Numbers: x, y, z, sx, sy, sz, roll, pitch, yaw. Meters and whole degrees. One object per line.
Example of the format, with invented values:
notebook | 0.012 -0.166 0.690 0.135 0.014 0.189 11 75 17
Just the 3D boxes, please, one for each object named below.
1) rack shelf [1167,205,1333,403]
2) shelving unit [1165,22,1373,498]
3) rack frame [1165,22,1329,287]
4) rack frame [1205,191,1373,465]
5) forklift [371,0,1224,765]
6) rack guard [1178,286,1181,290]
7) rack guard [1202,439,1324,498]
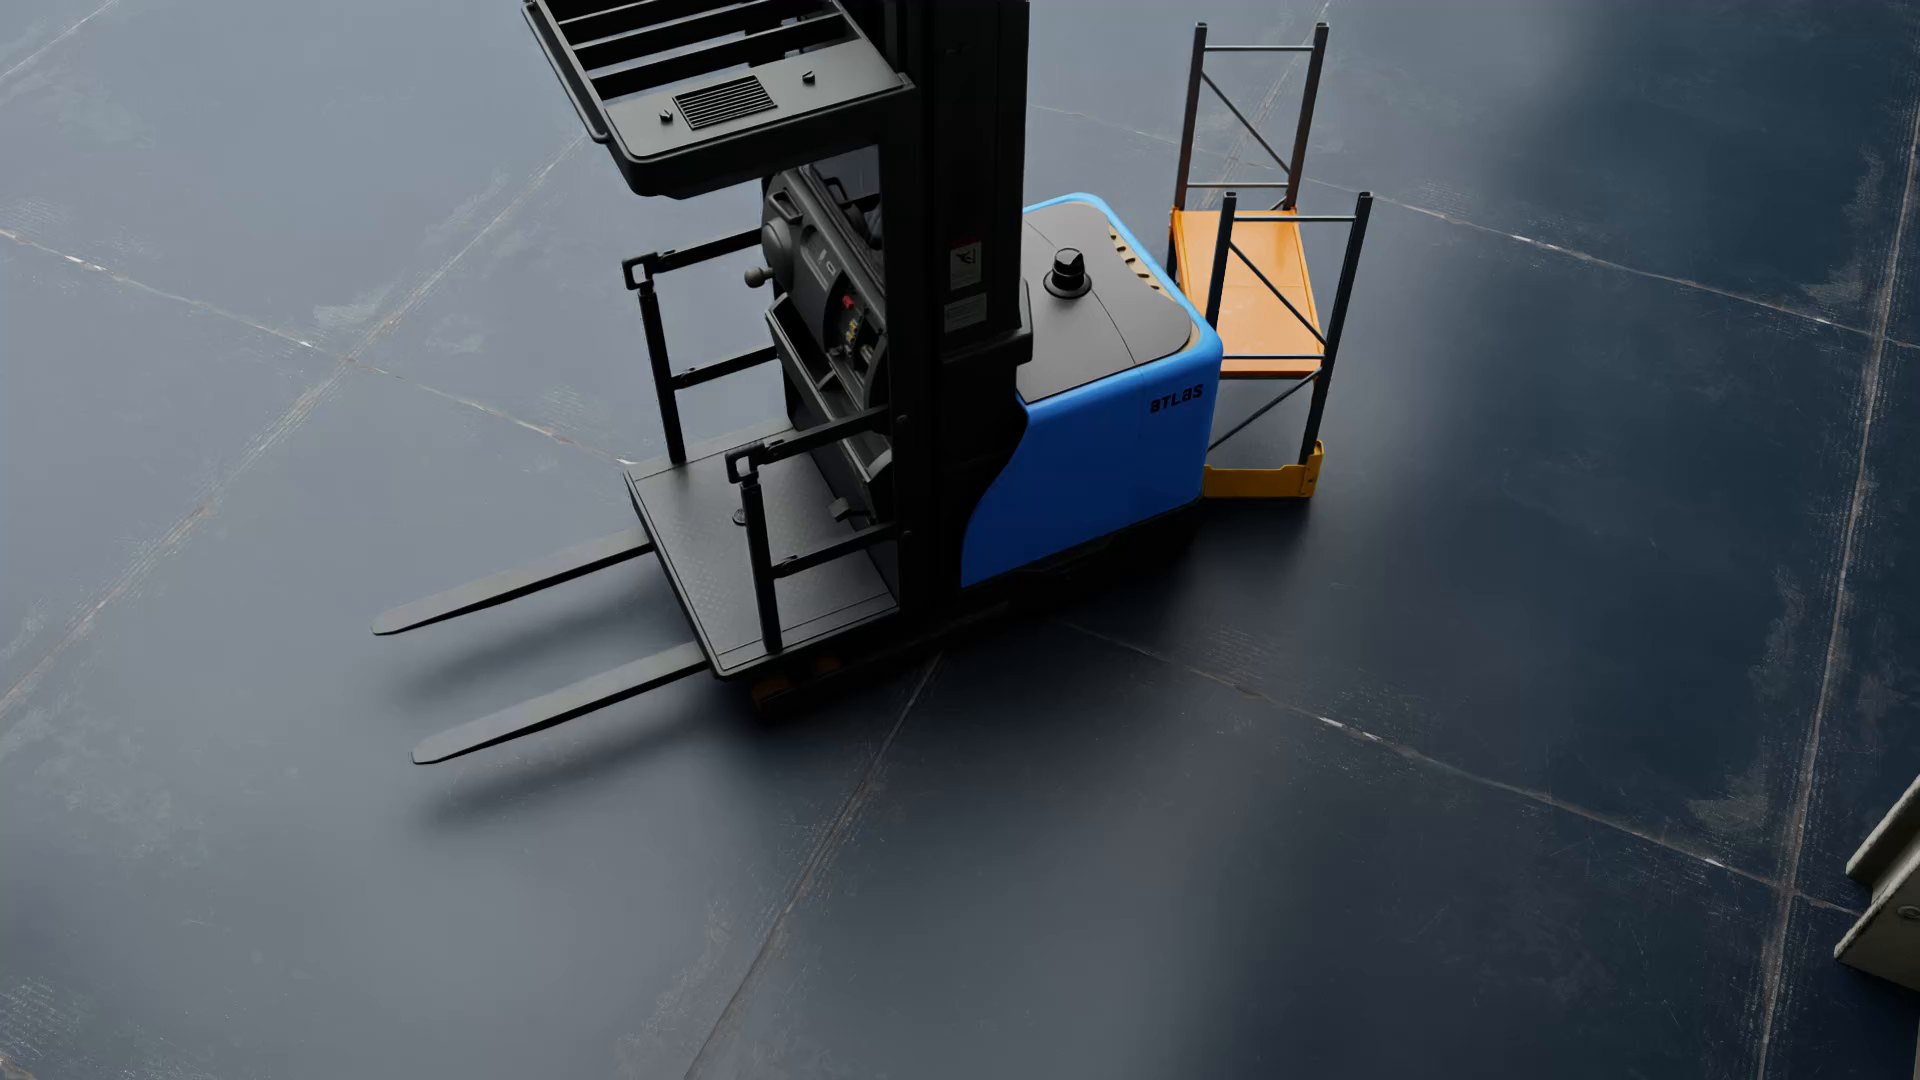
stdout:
rack shelf | 1.136 -0.946 6.621 0.538 0.185 1.000 0 50 0
shelving unit | 1.136 -1.069 6.490 0.587 1.500 1.083 0 50 0
rack frame | 1.135 -1.450 6.814 0.500 1.500 0.032 0 50 0
rack frame | 1.136 -0.675 6.155 0.500 1.500 0.032 0 50 0
forklift | -0.625 -0.774 5.299 3.031 2.935 1.130 -20 53 -16
rack guard | 1.135 -1.044 7.289 0.587 0.250 0.087 0 50 0
rack guard | 1.136 -0.285 6.644 0.587 0.250 0.087 0 50 0
